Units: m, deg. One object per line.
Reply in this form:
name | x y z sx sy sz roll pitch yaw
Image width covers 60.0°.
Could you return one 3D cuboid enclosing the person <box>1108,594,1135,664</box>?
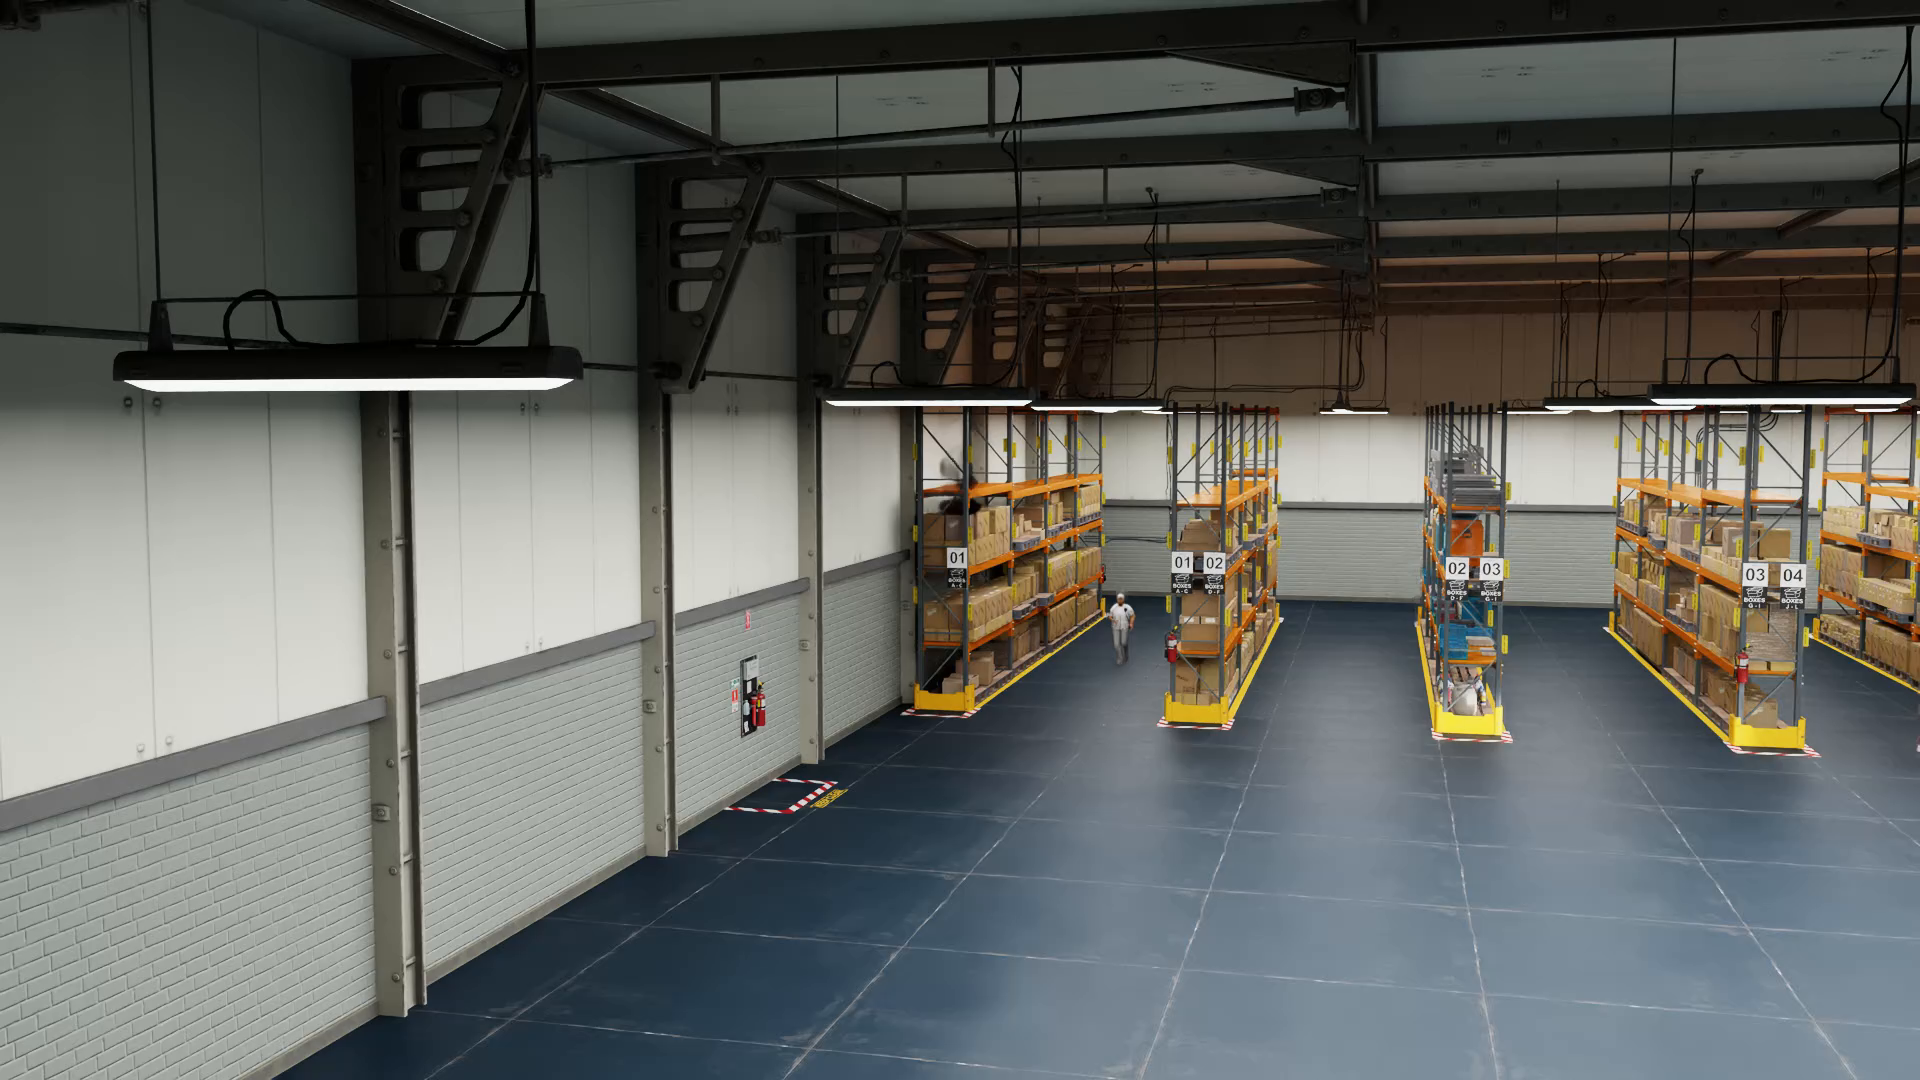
person | 3.723 2.070 38.473 0.592 1.618 0.577 1 4 13
